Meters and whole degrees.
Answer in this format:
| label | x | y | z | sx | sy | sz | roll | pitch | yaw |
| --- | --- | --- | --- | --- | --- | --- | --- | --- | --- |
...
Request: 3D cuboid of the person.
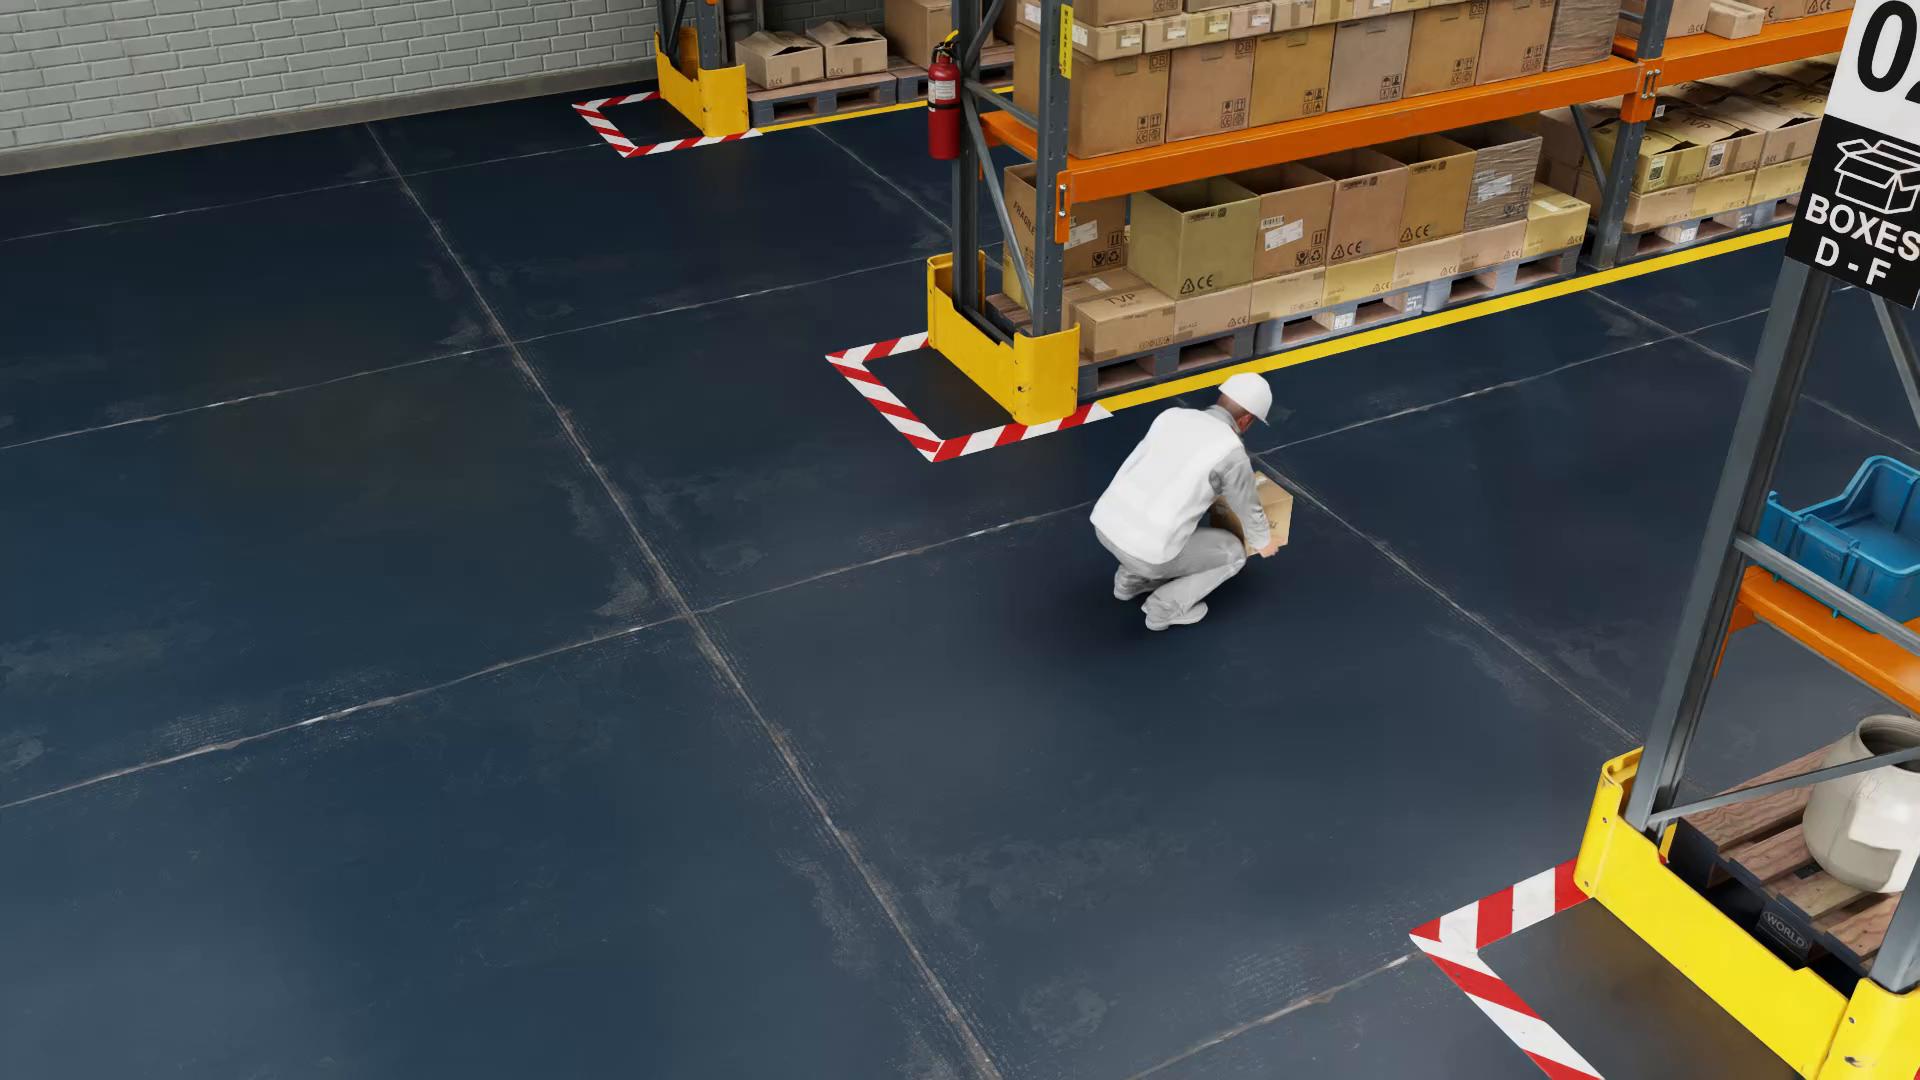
| label | x | y | z | sx | sy | sz | roll | pitch | yaw |
| --- | --- | --- | --- | --- | --- | --- | --- | --- | --- |
| person | 0.985 | -0.180 | 7.109 | 0.842 | 1.008 | 0.538 | -16 | 36 | -23 |
